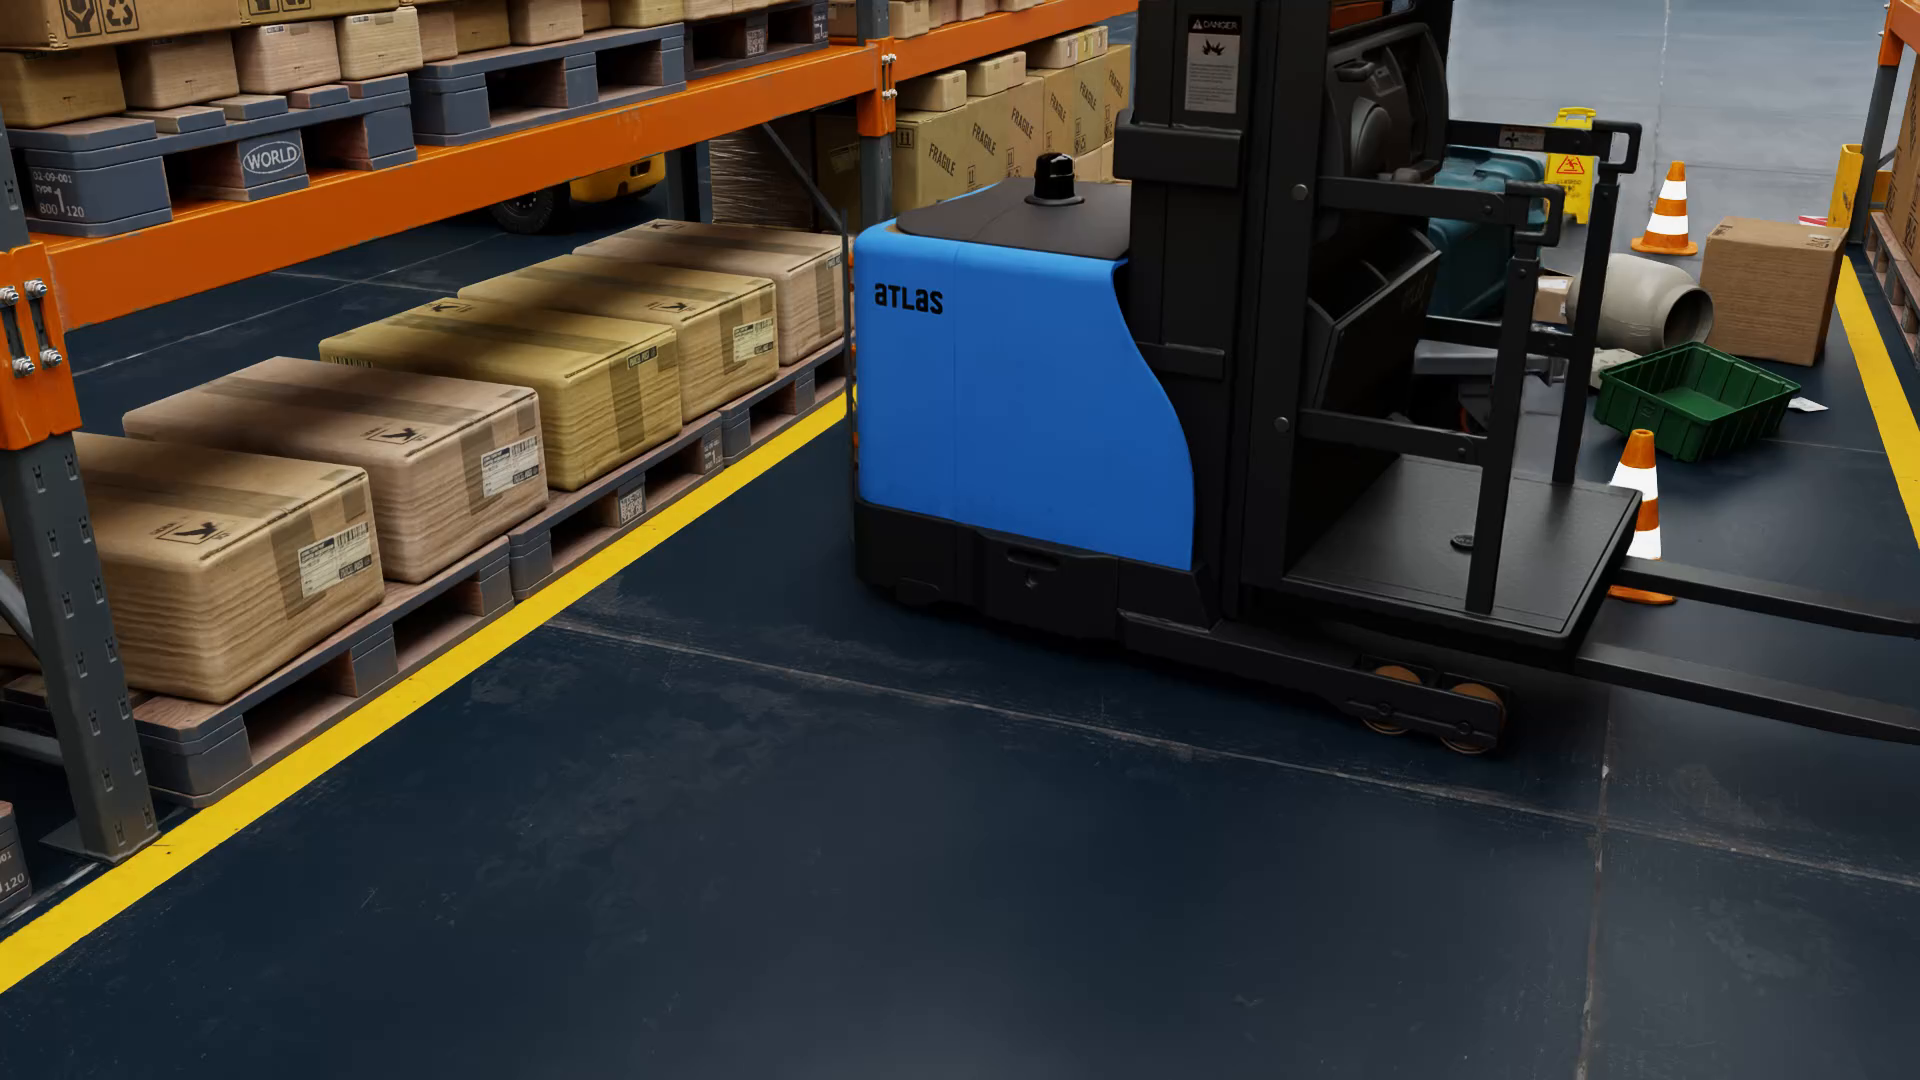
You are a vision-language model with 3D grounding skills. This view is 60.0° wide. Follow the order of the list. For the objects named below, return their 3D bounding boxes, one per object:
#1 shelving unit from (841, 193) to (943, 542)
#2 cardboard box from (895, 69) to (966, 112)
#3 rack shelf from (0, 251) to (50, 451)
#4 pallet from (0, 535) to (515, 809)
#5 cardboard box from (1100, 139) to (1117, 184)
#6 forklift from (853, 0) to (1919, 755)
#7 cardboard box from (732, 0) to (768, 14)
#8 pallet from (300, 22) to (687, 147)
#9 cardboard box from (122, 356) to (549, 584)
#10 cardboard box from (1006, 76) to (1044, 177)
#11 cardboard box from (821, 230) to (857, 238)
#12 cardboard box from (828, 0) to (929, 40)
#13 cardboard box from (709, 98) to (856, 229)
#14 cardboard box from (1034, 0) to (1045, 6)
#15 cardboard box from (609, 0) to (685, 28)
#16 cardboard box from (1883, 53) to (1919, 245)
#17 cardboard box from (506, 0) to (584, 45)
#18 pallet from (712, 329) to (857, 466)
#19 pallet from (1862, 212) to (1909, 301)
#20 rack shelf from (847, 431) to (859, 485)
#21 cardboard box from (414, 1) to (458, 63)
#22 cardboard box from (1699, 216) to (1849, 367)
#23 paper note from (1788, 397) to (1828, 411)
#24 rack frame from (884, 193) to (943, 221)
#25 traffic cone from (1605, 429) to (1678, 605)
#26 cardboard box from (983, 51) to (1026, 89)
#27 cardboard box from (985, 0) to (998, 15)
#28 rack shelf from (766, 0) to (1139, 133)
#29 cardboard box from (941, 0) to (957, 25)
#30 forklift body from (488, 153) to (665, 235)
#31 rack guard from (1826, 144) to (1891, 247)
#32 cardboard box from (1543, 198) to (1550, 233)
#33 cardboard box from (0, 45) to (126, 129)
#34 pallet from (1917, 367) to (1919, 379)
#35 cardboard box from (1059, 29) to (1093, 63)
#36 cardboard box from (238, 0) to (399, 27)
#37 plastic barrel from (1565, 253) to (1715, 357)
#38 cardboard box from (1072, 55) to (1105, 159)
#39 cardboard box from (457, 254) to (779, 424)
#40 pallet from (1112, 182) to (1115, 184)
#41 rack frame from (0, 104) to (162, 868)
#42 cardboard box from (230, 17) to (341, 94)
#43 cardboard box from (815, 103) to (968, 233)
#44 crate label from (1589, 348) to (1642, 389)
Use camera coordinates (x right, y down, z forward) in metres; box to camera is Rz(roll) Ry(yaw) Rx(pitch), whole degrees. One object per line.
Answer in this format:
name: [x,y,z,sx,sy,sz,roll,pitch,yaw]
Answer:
shelving unit: [-0.198,-0.505,5.098,0.215,1.050,0.252,12,25,26]
cardboard box: [-0.193,-1.986,7.320,0.380,0.149,0.250,9,24,21]
rack shelf: [-2.993,0.272,1.640,1.077,0.370,4.000,9,24,20]
pallet: [-1.959,0.232,4.421,1.003,0.211,1.213,9,24,20]
cardboard box: [0.662,-2.227,9.712,0.500,0.250,0.500,9,24,20]
forklift: [1.234,-1.070,4.008,3.031,2.935,1.130,12,26,27]
cardboard box: [-0.876,-1.872,5.620,0.380,0.149,0.250,8,24,19]
pallet: [-1.553,-1.401,4.961,1.003,0.211,1.213,9,24,20]
cardboard box: [-1.765,-0.223,4.756,0.950,0.372,0.625,8,24,19]
cardboard box: [0.087,-2.029,8.265,0.500,0.500,0.500,10,25,23]
cardboard box: [-0.295,-1.304,7.503,0.500,0.250,0.500,8,24,18]
cardboard box: [-0.350,-2.158,6.850,0.380,0.149,0.250,9,24,20]
cardboard box: [-0.794,-1.728,7.545,0.500,0.500,0.500,8,24,19]
cardboard box: [0.202,-2.708,8.168,0.380,0.149,0.250,9,24,20]
cardboard box: [-1.092,-1.698,5.204,0.380,0.149,0.250,9,24,20]
cardboard box: [5.164,-1.927,8.183,0.875,0.875,0.875,9,24,20]
cardboard box: [-1.312,-1.514,4.765,0.380,0.149,0.250,10,25,22]
pallet: [-1.053,-0.641,6.511,1.003,0.211,1.213,9,24,20]
pallet: [5.130,-1.382,8.284,1.003,0.211,1.213,9,24,20]
rack shelf: [-0.198,-0.239,5.209,0.215,0.259,0.240,12,25,26]
cardboard box: [-1.538,-1.323,4.308,0.380,0.149,0.250,10,25,23]
cardboard box: [3.492,-1.084,7.194,0.500,0.500,0.500,13,26,29]
paper note: [3.278,-0.535,6.490,0.147,0.020,0.142,-7,24,-17]
rack frame: [-0.140,-0.547,5.197,0.200,1.050,0.008,12,25,26]
traffic cone: [1.968,-0.100,4.889,0.336,0.463,0.334,9,24,20]
cardboard box: [0.094,-2.267,7.993,0.380,0.149,0.250,10,25,23]
cardboard box: [-0.040,-2.538,7.761,0.380,0.149,0.250,9,24,20]
rack shelf: [-0.022,-2.591,8.493,1.077,0.370,4.000,9,24,20]
cardboard box: [-0.234,-2.355,7.322,0.380,0.149,0.250,9,24,20]
forklift body: [-2.899,-3.016,9.680,2.313,2.155,1.214,9,24,20]
rack guard: [5.363,-1.821,8.961,1.175,0.500,0.348,9,24,20]
cardboard box: [2.419,-1.495,8.177,0.797,0.503,0.637,-7,24,-17]
cardboard box: [-1.957,-0.943,3.397,0.380,0.149,0.250,7,24,17]
pallet: [4.224,-0.508,6.193,1.003,0.211,1.213,9,24,20]
cardboard box: [0.495,-2.654,8.920,0.380,0.149,0.250,9,24,21]
cardboard box: [-1.682,-1.468,3.812,0.500,0.500,0.500,10,25,23]
plastic barrel: [2.866,-0.971,7.026,0.421,0.421,0.512,-12,25,-26]
cardboard box: [0.475,-2.398,9.149,0.500,0.500,0.500,10,25,22]
cardboard box: [-1.221,-0.742,6.000,0.950,0.372,0.625,10,25,23]
pallet: [0.358,-2.039,9.857,1.003,0.211,1.213,9,24,20]
rack frame: [-2.251,-0.775,3.215,1.000,3.000,0.127,9,24,20]
cardboard box: [-1.677,-1.131,3.846,0.380,0.149,0.250,7,24,17]
cardboard box: [-0.295,-1.650,7.359,0.500,0.500,0.500,10,25,23]
crate label: [2.629,-0.682,6.705,0.298,0.136,0.250,-7,24,-17]
